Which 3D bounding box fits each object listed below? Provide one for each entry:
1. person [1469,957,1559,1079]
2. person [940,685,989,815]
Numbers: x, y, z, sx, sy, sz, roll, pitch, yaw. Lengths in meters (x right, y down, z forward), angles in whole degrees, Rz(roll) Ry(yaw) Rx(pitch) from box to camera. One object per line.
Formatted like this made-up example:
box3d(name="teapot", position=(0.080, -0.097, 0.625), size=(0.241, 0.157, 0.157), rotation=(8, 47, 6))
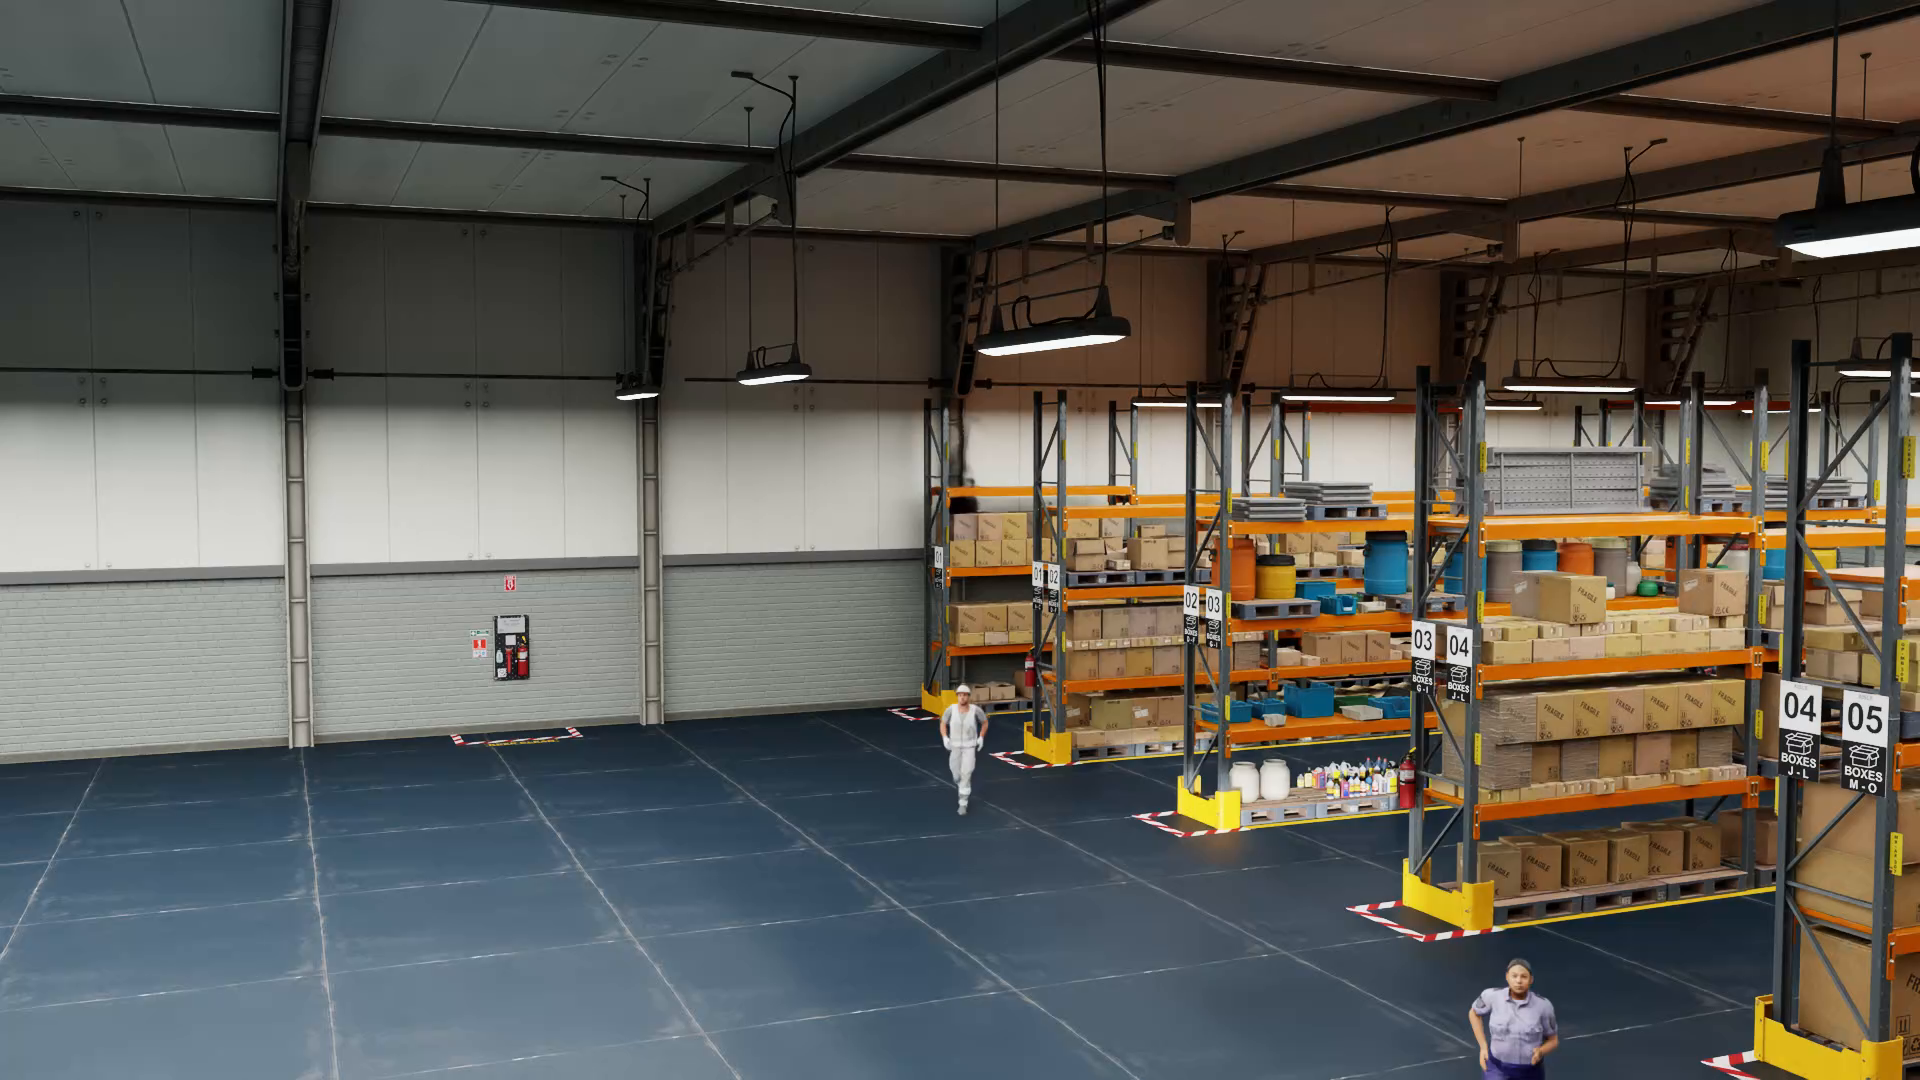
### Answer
box3d(name="person", position=(3.791, 3.685, 11.383), size=(0.574, 1.662, 0.685), rotation=(1, 3, 14))
box3d(name="person", position=(0.057, 2.916, 23.396), size=(0.676, 1.783, 0.833), rotation=(0, 3, 8))
